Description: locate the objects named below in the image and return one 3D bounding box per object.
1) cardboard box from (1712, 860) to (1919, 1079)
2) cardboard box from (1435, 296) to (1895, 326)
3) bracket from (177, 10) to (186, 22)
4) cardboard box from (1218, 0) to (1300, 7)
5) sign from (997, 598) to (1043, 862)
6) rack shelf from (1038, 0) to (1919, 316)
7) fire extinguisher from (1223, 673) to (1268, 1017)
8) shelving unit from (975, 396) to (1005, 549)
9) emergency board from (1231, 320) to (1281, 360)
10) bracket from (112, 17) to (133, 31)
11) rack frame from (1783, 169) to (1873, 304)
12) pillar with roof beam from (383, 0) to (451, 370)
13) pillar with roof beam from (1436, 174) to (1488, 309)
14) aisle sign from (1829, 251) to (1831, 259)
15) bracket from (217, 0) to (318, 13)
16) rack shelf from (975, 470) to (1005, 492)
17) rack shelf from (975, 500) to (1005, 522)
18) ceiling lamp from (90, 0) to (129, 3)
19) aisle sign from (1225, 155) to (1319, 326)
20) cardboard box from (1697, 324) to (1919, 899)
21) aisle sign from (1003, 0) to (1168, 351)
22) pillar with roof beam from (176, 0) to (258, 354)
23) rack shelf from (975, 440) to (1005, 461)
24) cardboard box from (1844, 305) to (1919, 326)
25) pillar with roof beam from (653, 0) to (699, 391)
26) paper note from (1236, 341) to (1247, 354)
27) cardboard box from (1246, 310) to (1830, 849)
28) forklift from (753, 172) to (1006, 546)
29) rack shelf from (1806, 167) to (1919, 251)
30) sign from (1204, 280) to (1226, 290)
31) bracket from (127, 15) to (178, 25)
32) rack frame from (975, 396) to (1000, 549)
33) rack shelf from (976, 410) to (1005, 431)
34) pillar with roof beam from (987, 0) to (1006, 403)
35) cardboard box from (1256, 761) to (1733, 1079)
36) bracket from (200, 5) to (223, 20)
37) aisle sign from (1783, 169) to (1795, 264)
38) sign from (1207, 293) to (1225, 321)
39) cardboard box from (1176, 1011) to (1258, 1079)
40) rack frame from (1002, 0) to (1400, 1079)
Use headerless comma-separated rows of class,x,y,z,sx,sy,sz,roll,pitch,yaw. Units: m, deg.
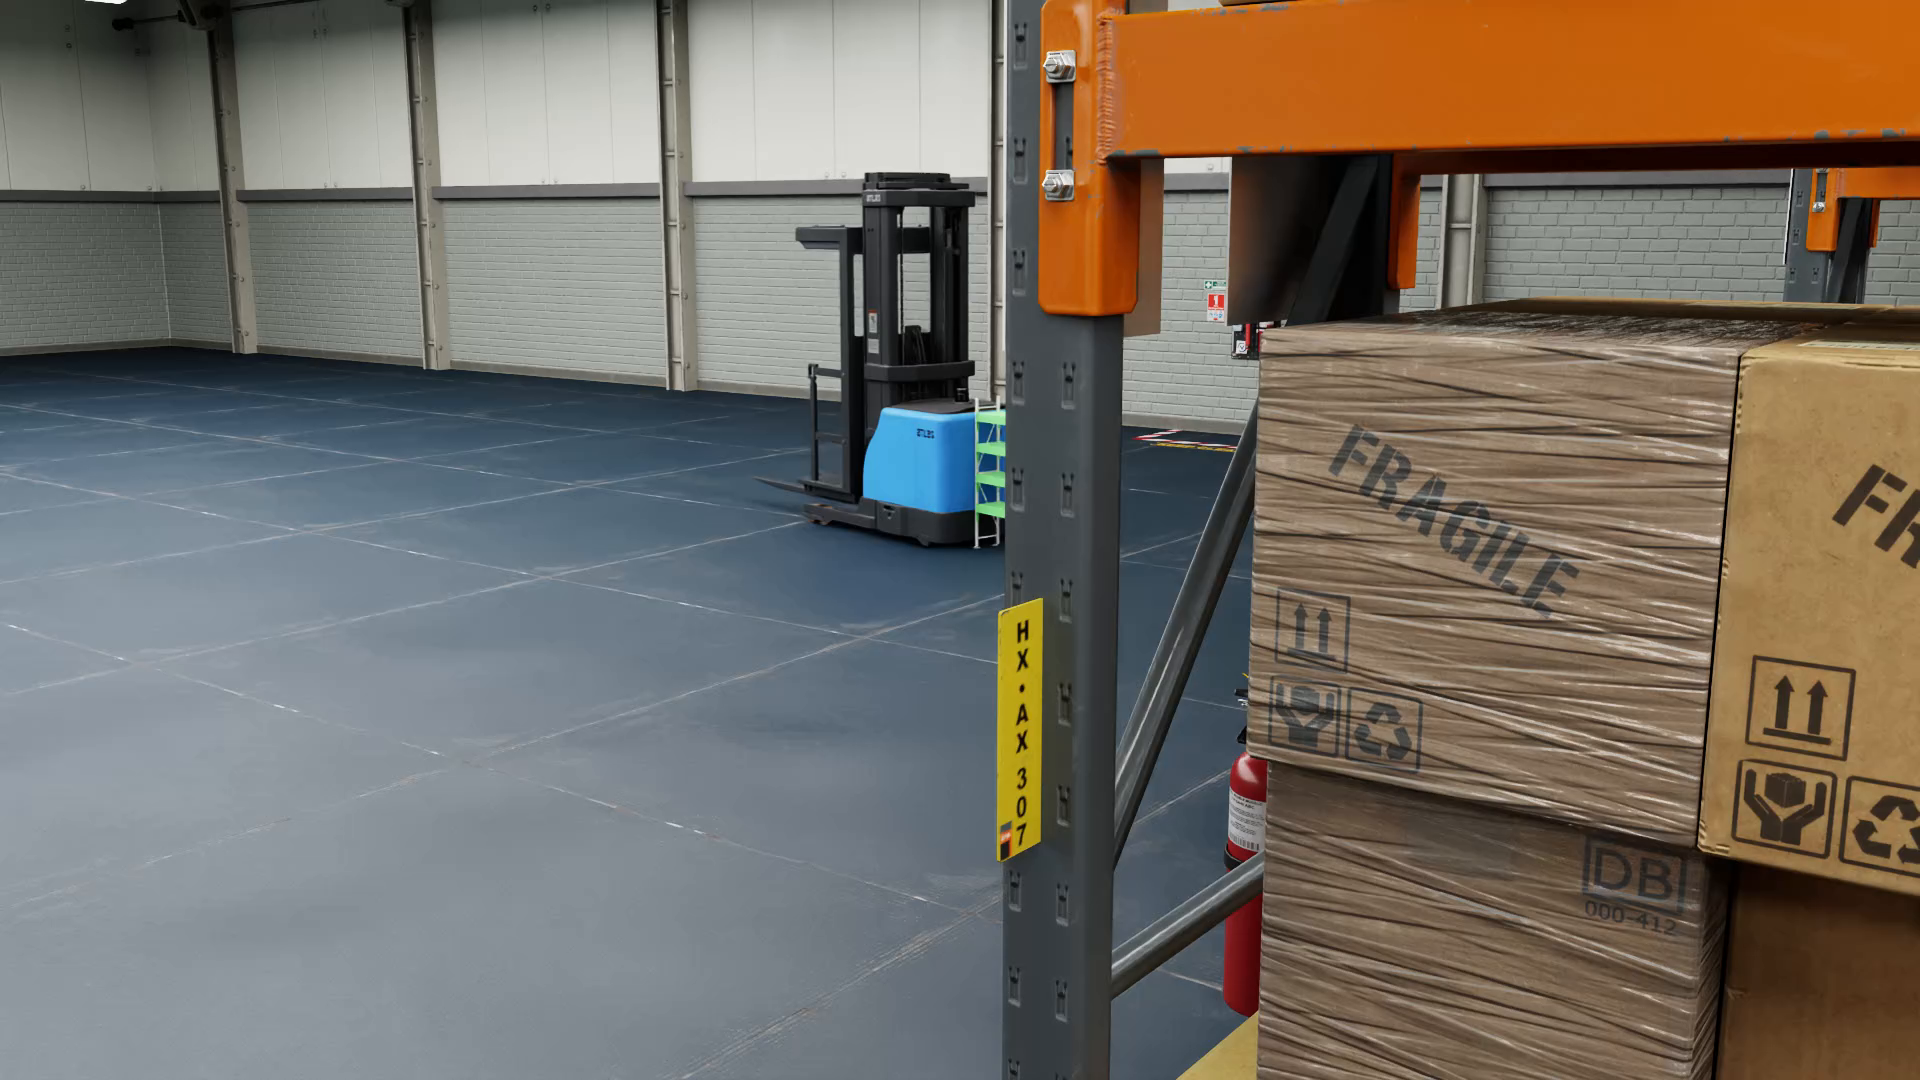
cardboard box,1.300,0.491,2.047,0.500,0.500,0.875,8,13,36
cardboard box,0.989,-0.080,2.365,0.500,0.500,0.500,8,13,36
bracket,-14.454,-9.824,31.141,0.430,0.232,0.235,8,13,36
cardboard box,0.634,-0.723,1.867,0.500,0.250,0.500,8,14,37
sign,0.078,0.241,2.110,0.005,0.325,0.100,8,13,36
rack shelf,2.011,-0.312,1.243,4.000,0.370,1.077,8,13,36
fire extinguisher,0.580,0.537,3.060,0.183,0.674,0.296,8,13,36
shelving unit,0.372,-0.497,12.940,0.258,1.200,0.503,-9,14,-39
emergency board,3.466,-2.704,19.612,0.643,1.169,0.194,8,13,36
bracket,-16.364,-10.090,32.518,0.430,0.232,0.235,8,13,36
rack frame,3.331,-0.176,6.541,0.127,3.000,1.000,8,13,36
pillar with roof beam,-11.621,-6.731,24.629,0.548,9.000,9.100,8,13,36
pillar with roof beam,2.887,-4.707,14.169,0.400,9.000,9.100,8,13,36
aisle sign,3.449,-1.506,6.571,0.004,0.787,0.394,8,13,36
bracket,-11.708,-9.441,29.162,4.783,0.066,0.076,8,13,36
rack shelf,0.372,-0.434,12.952,0.258,0.148,0.480,-9,14,-39
rack shelf,0.372,-0.199,12.997,0.258,0.148,0.480,-9,14,-39
ceiling lamp,-13.731,-9.736,24.797,0.800,3.185,2.000,8,13,36
aisle sign,0.527,-0.747,2.648,0.004,0.787,0.394,8,13,36
cardboard box,1.080,0.057,1.658,0.500,0.500,0.500,8,13,36
aisle sign,0.172,-0.655,2.173,0.004,0.787,0.394,8,13,36
pillar with roof beam,-16.457,-7.405,28.116,0.548,9.000,9.100,8,13,36
rack shelf,0.372,-0.670,12.906,0.258,0.148,0.480,-9,14,-39
cardboard box,1.395,-0.024,2.079,0.500,0.500,0.500,8,13,36
pillar with roof beam,-6.785,-6.056,21.142,0.400,9.000,9.100,8,13,36
paper note,3.364,-2.302,19.853,0.142,0.148,0.016,8,13,36
cardboard box,0.681,0.000,1.954,0.500,0.500,0.500,8,13,36
forklift,-0.694,-1.617,14.170,1.130,2.935,3.031,-9,14,-39
rack shelf,4.943,-1.070,5.162,4.000,0.370,1.077,8,13,36
sign,3.080,-3.058,19.951,0.331,0.109,0.001,8,13,36
bracket,-15.888,-10.024,32.175,3.189,0.066,0.076,8,13,36
rack frame,0.216,-0.533,13.124,0.240,1.200,0.015,-9,14,-39
rack shelf,0.372,-0.906,12.861,0.258,0.148,0.480,-9,14,-39
pillar with roof beam,-1.949,-5.382,17.656,0.400,9.000,9.100,8,13,36
cardboard box,0.826,0.453,2.243,0.500,0.500,0.875,8,13,36
bracket,-13.785,-9.731,30.659,0.430,0.232,0.235,8,13,36
aisle sign,3.099,-1.415,6.104,0.004,0.787,0.394,8,13,36
sign,3.081,-2.800,20.011,0.234,0.329,0.001,8,13,36
cardboard box,0.488,0.774,2.291,0.250,0.149,0.380,8,13,36
rack frame,0.397,0.583,2.619,0.053,2.616,0.949,8,13,36
